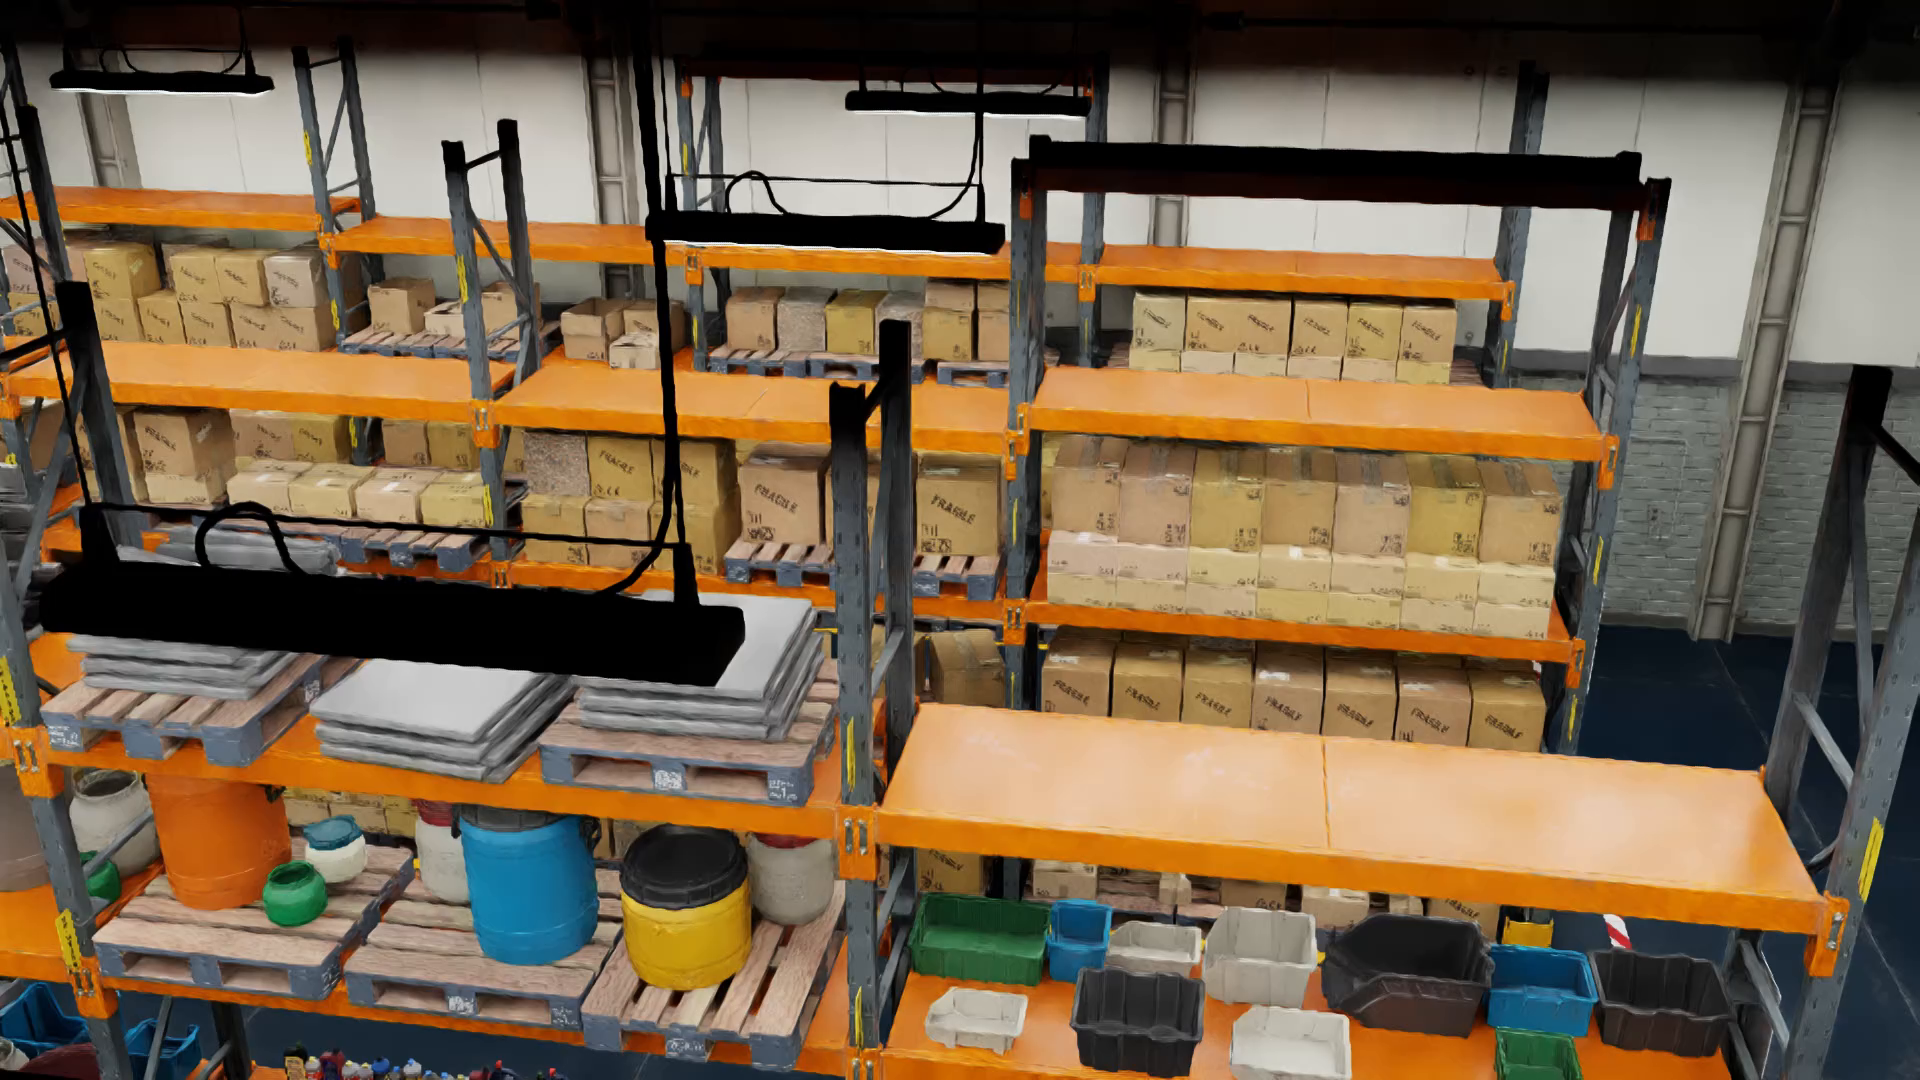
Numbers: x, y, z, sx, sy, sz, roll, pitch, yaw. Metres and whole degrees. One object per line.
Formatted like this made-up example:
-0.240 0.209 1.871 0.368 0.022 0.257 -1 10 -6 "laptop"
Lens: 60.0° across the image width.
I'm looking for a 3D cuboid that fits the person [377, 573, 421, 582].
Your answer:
-5.920 0.337 17.502 0.482 1.602 0.336 -7 24 -17 "person"
